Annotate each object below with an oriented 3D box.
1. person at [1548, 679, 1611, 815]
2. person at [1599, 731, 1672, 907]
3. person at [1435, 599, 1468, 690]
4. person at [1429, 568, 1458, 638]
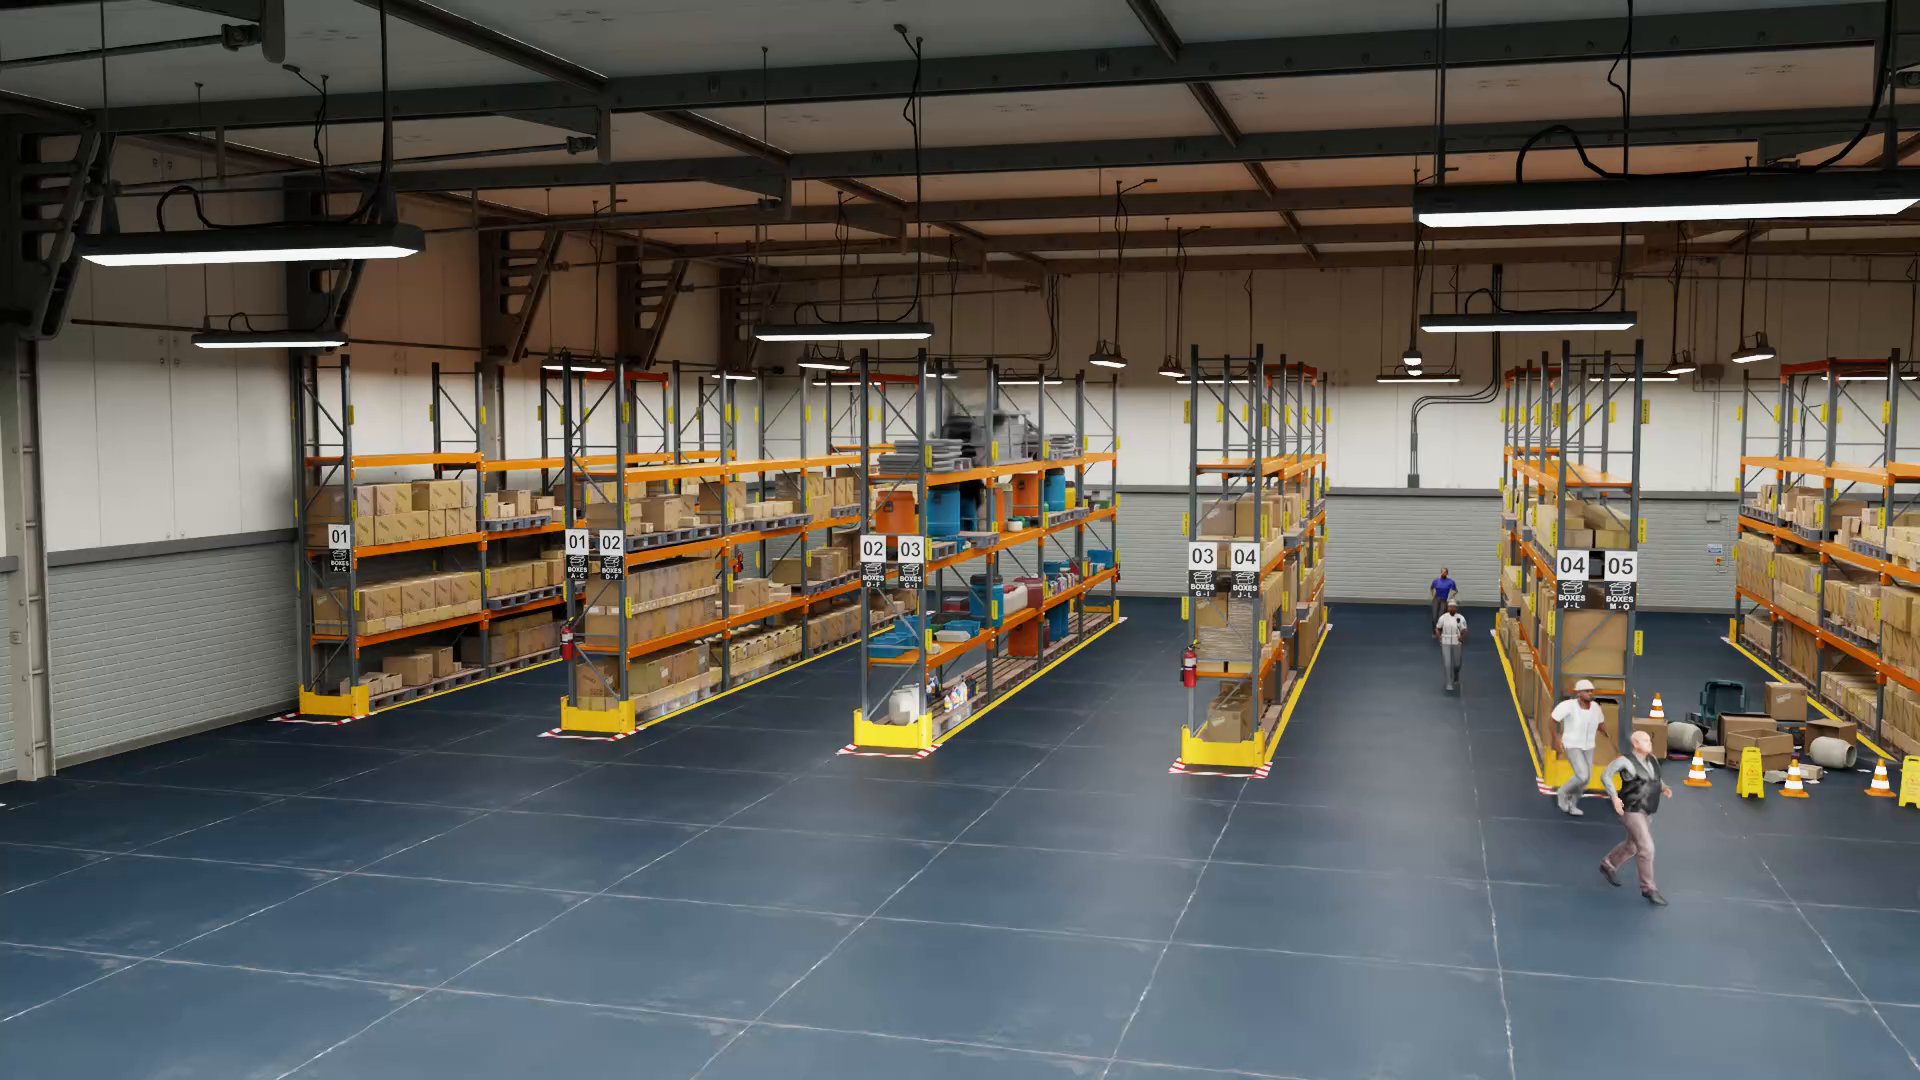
[{"bbox_3d":[7.780,2.590,20.753,0.720,1.718,0.592,-2,5,-20],"label":"person"},{"bbox_3d":[7.031,2.840,17.287,0.653,1.741,0.879,-3,5,-35],"label":"person"},{"bbox_3d":[8.985,1.893,30.430,0.579,1.654,0.678,1,4,15],"label":"person"},{"bbox_3d":[10.758,1.416,37.137,0.594,1.601,0.549,2,5,30],"label":"person"}]
